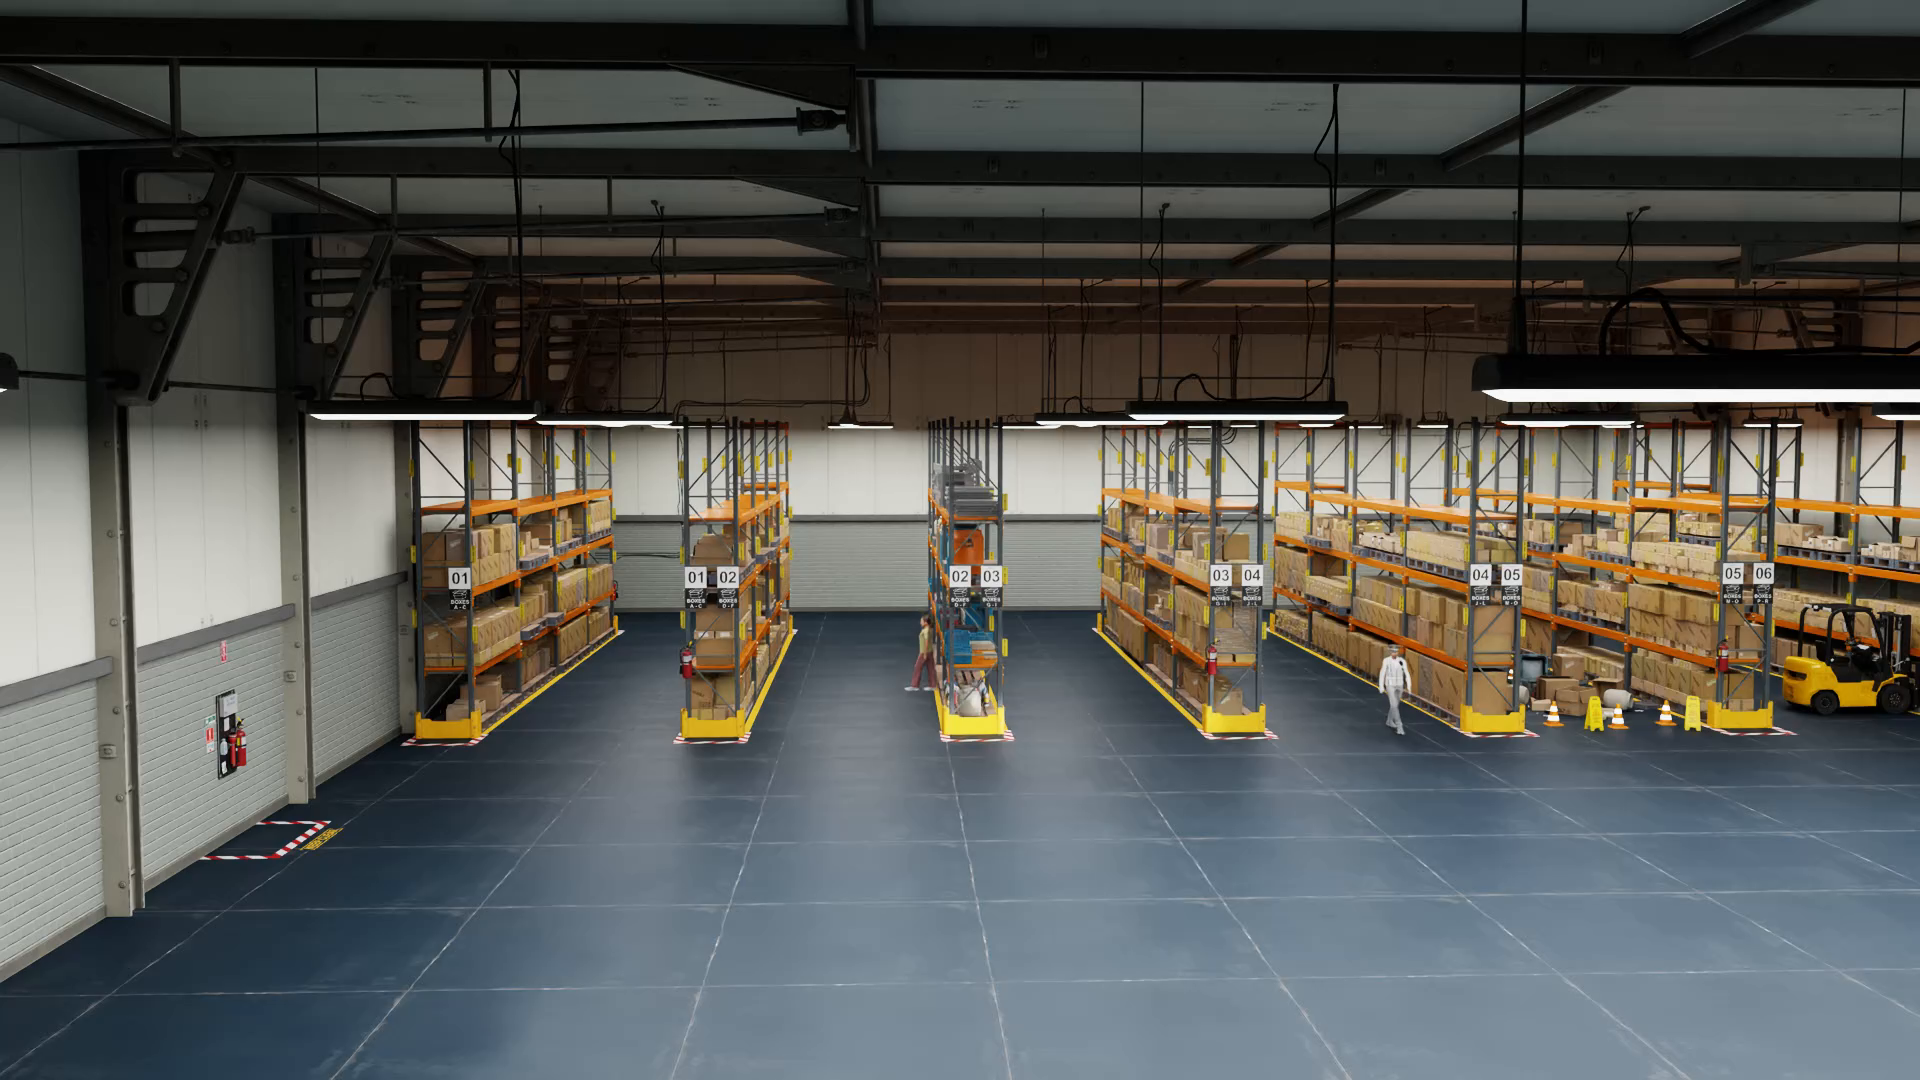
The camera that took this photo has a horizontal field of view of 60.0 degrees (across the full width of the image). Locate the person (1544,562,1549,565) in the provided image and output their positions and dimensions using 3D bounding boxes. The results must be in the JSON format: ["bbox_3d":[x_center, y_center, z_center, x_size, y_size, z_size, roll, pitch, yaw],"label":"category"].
[{"bbox_3d":[18.588,1.452,52.524,0.697,1.556,0.482,-1,4,-19],"label":"person"}]

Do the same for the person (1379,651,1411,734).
[{"bbox_3d":[8.343,2.834,31.823,0.503,1.665,0.746,-1,4,-9],"label":"person"}]

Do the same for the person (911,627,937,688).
[{"bbox_3d":[-0.770,2.578,36.532,0.552,1.340,0.449,1,4,21],"label":"person"}]
